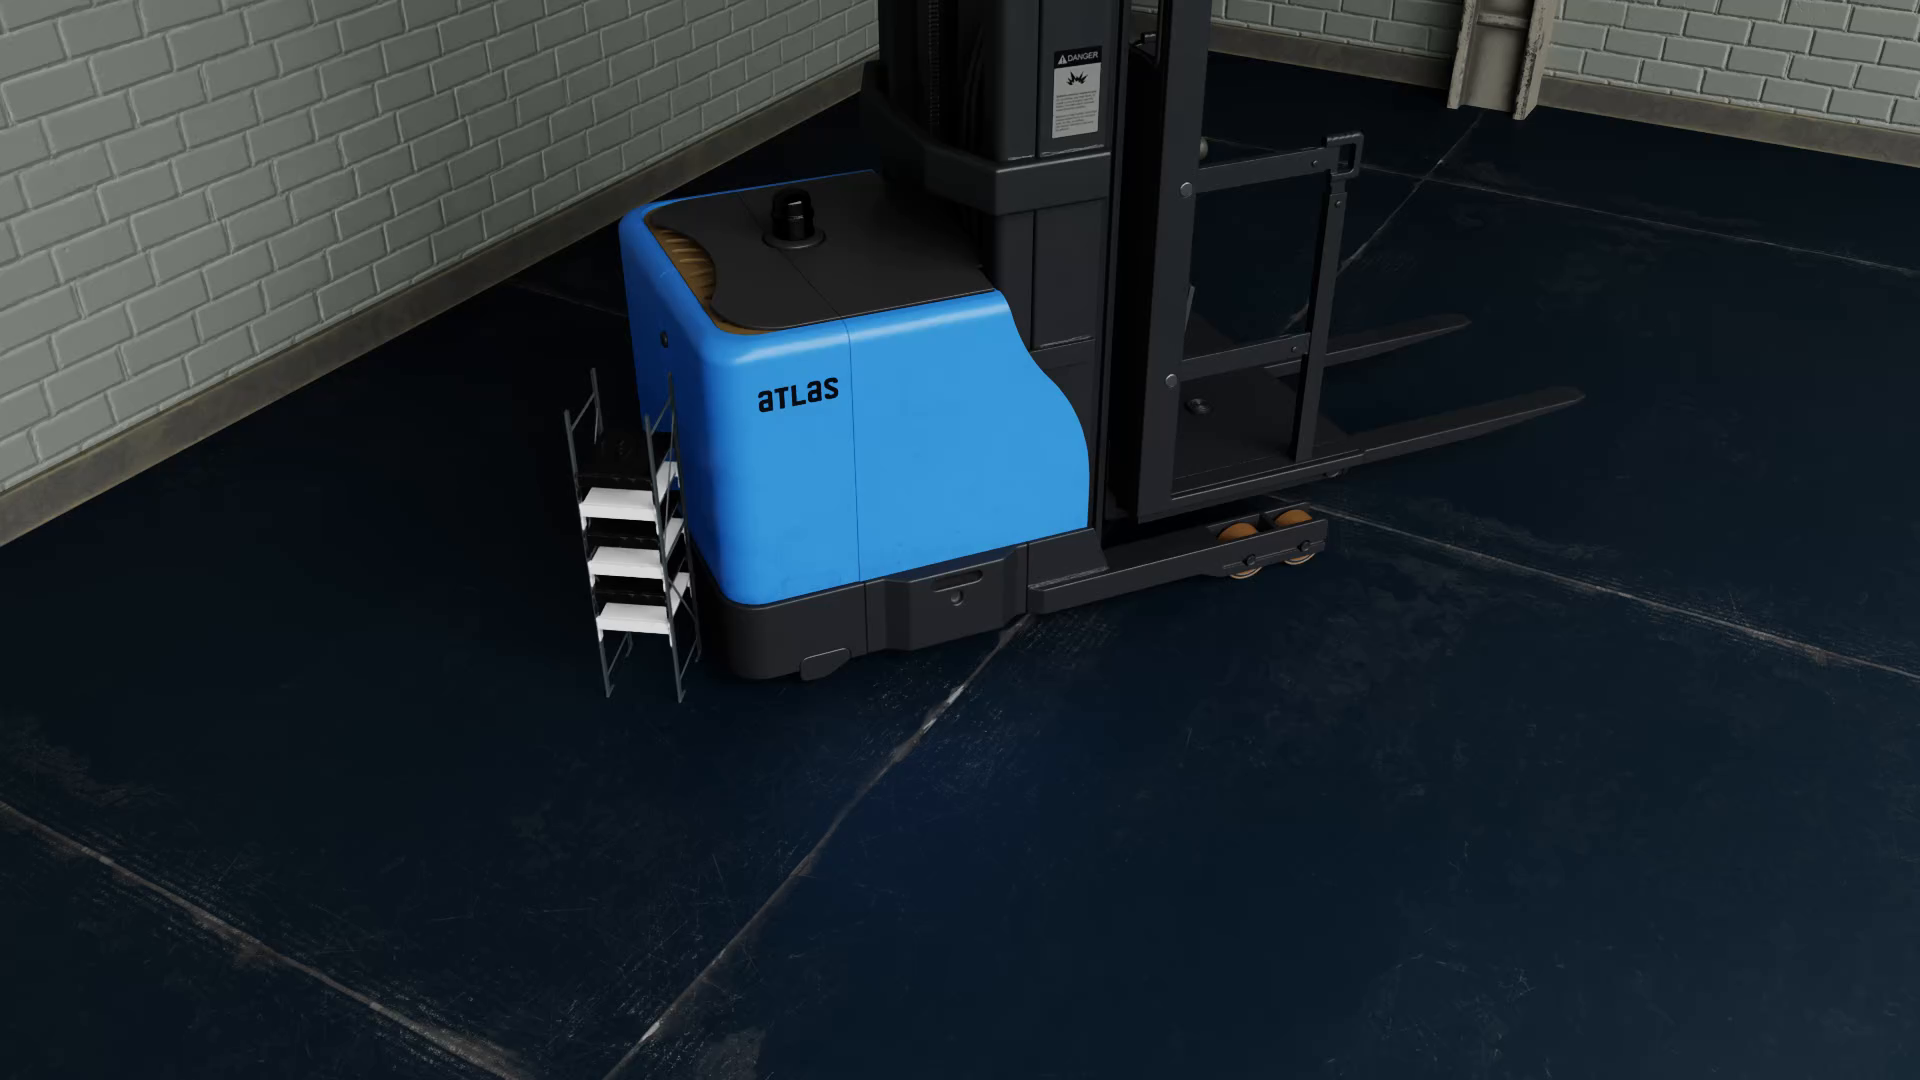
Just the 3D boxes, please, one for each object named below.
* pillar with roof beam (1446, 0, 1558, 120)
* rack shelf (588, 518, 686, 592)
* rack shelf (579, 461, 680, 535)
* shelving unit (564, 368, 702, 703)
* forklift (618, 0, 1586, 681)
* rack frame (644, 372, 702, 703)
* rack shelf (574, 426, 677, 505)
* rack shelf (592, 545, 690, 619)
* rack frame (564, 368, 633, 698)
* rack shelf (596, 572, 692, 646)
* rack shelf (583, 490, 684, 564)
[{"bbox_3d":[0.630,-3.937,3.043,0.400,9.000,9.100,18,37,24],"label":"pillar with roof beam"},{"bbox_3d":[-0.858,0.030,4.454,0.200,0.077,0.258,4,34,6],"label":"rack shelf"},{"bbox_3d":[-0.858,-0.120,4.354,0.200,0.077,0.258,4,34,6],"label":"rack shelf"},{"bbox_3d":[-0.858,0.002,4.435,0.210,0.900,0.258,4,34,6],"label":"shelving unit"},{"bbox_3d":[0.578,-1.357,4.644,3.031,2.935,1.130,-13,36,-19],"label":"forklift"},{"bbox_3d":[-0.757,0.008,4.425,0.006,0.900,0.240,4,34,6],"label":"rack frame"},{"bbox_3d":[-0.858,-0.195,4.304,0.200,0.077,0.258,4,34,6],"label":"rack shelf"},{"bbox_3d":[-0.858,0.105,4.504,0.200,0.077,0.258,4,34,6],"label":"rack shelf"},{"bbox_3d":[-0.959,-0.005,4.445,0.006,0.900,0.240,4,34,6],"label":"rack frame"},{"bbox_3d":[-0.858,0.179,4.554,0.200,0.077,0.258,4,34,6],"label":"rack shelf"},{"bbox_3d":[-0.858,-0.045,4.404,0.200,0.077,0.258,4,34,6],"label":"rack shelf"}]
